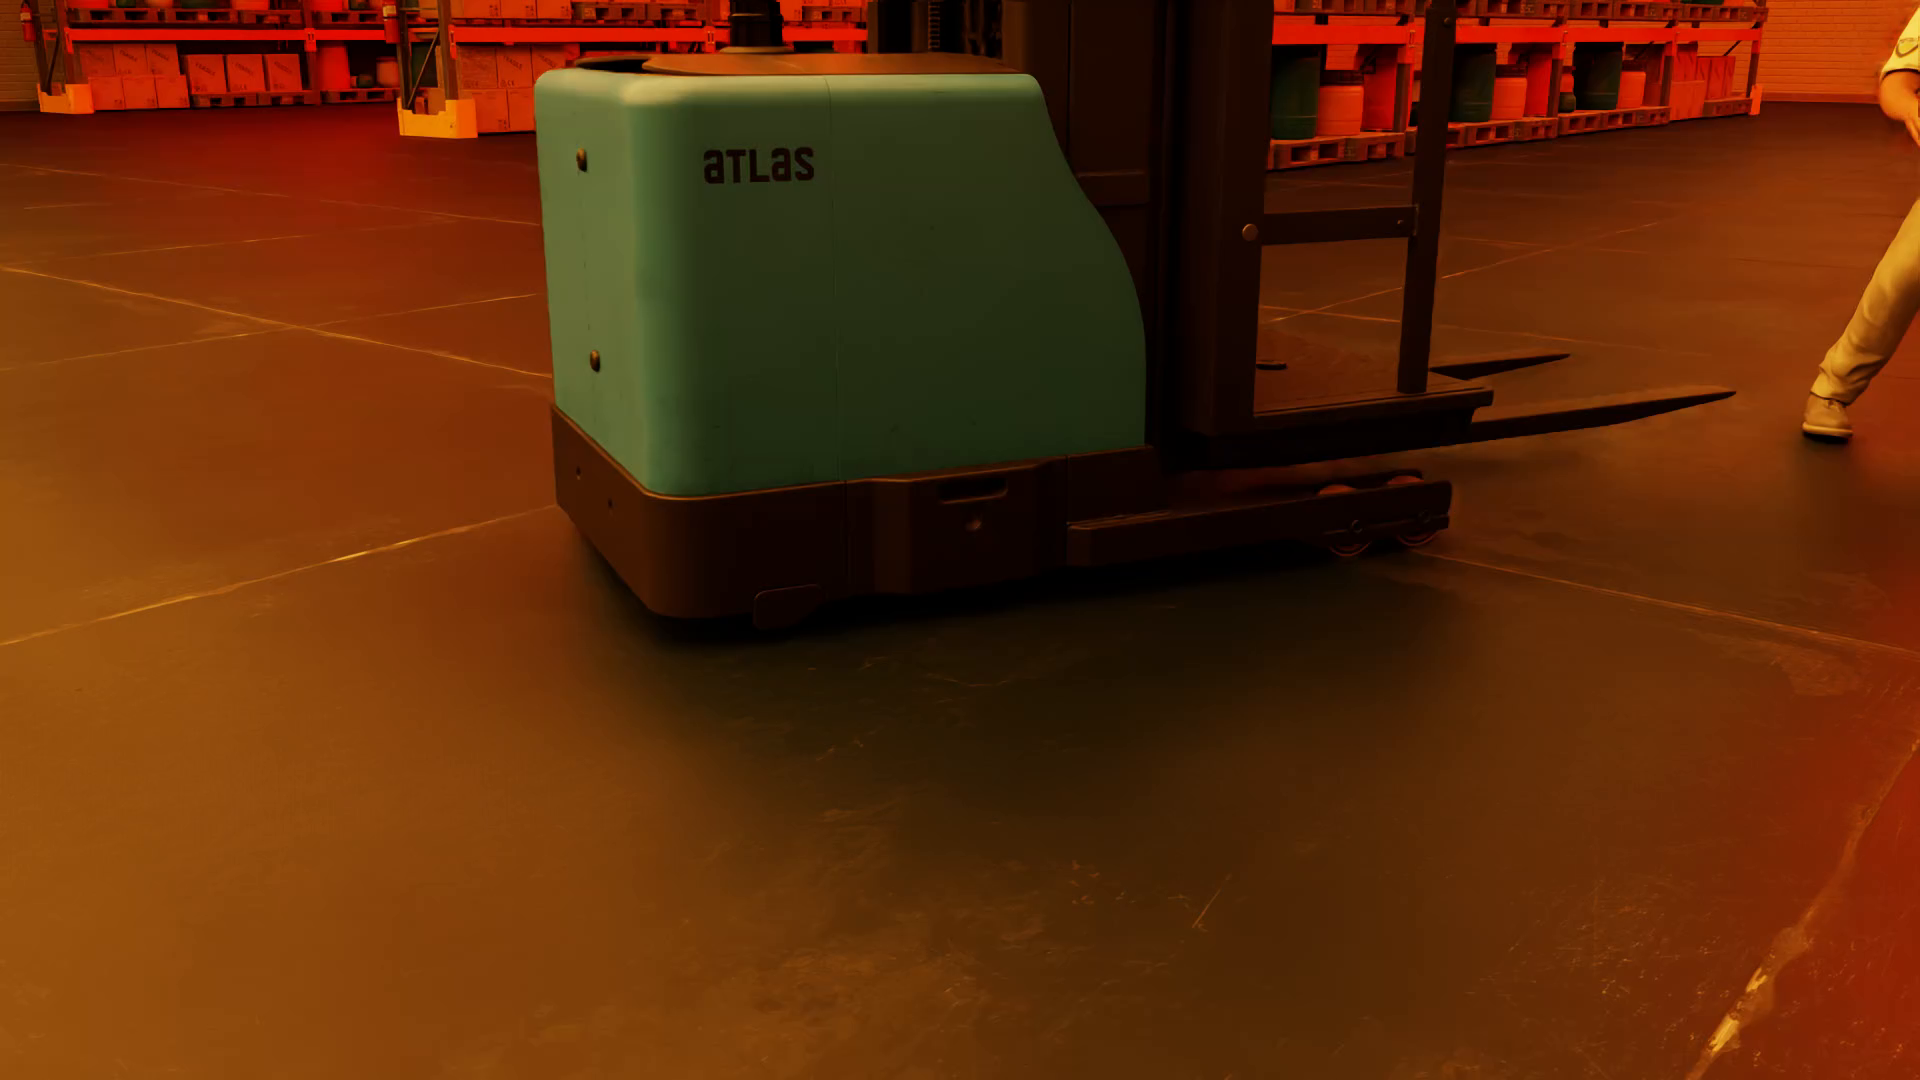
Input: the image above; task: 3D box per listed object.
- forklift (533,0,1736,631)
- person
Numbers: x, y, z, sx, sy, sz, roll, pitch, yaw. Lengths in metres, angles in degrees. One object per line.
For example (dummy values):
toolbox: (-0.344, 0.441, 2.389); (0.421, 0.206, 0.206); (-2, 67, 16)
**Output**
forklift: (0.588, -1.494, 3.818); (3.031, 2.935, 1.130); (-8, 18, -24)
person: (2.980, -1.057, 4.718); (0.894, 1.560, 0.781); (5, 18, 17)
